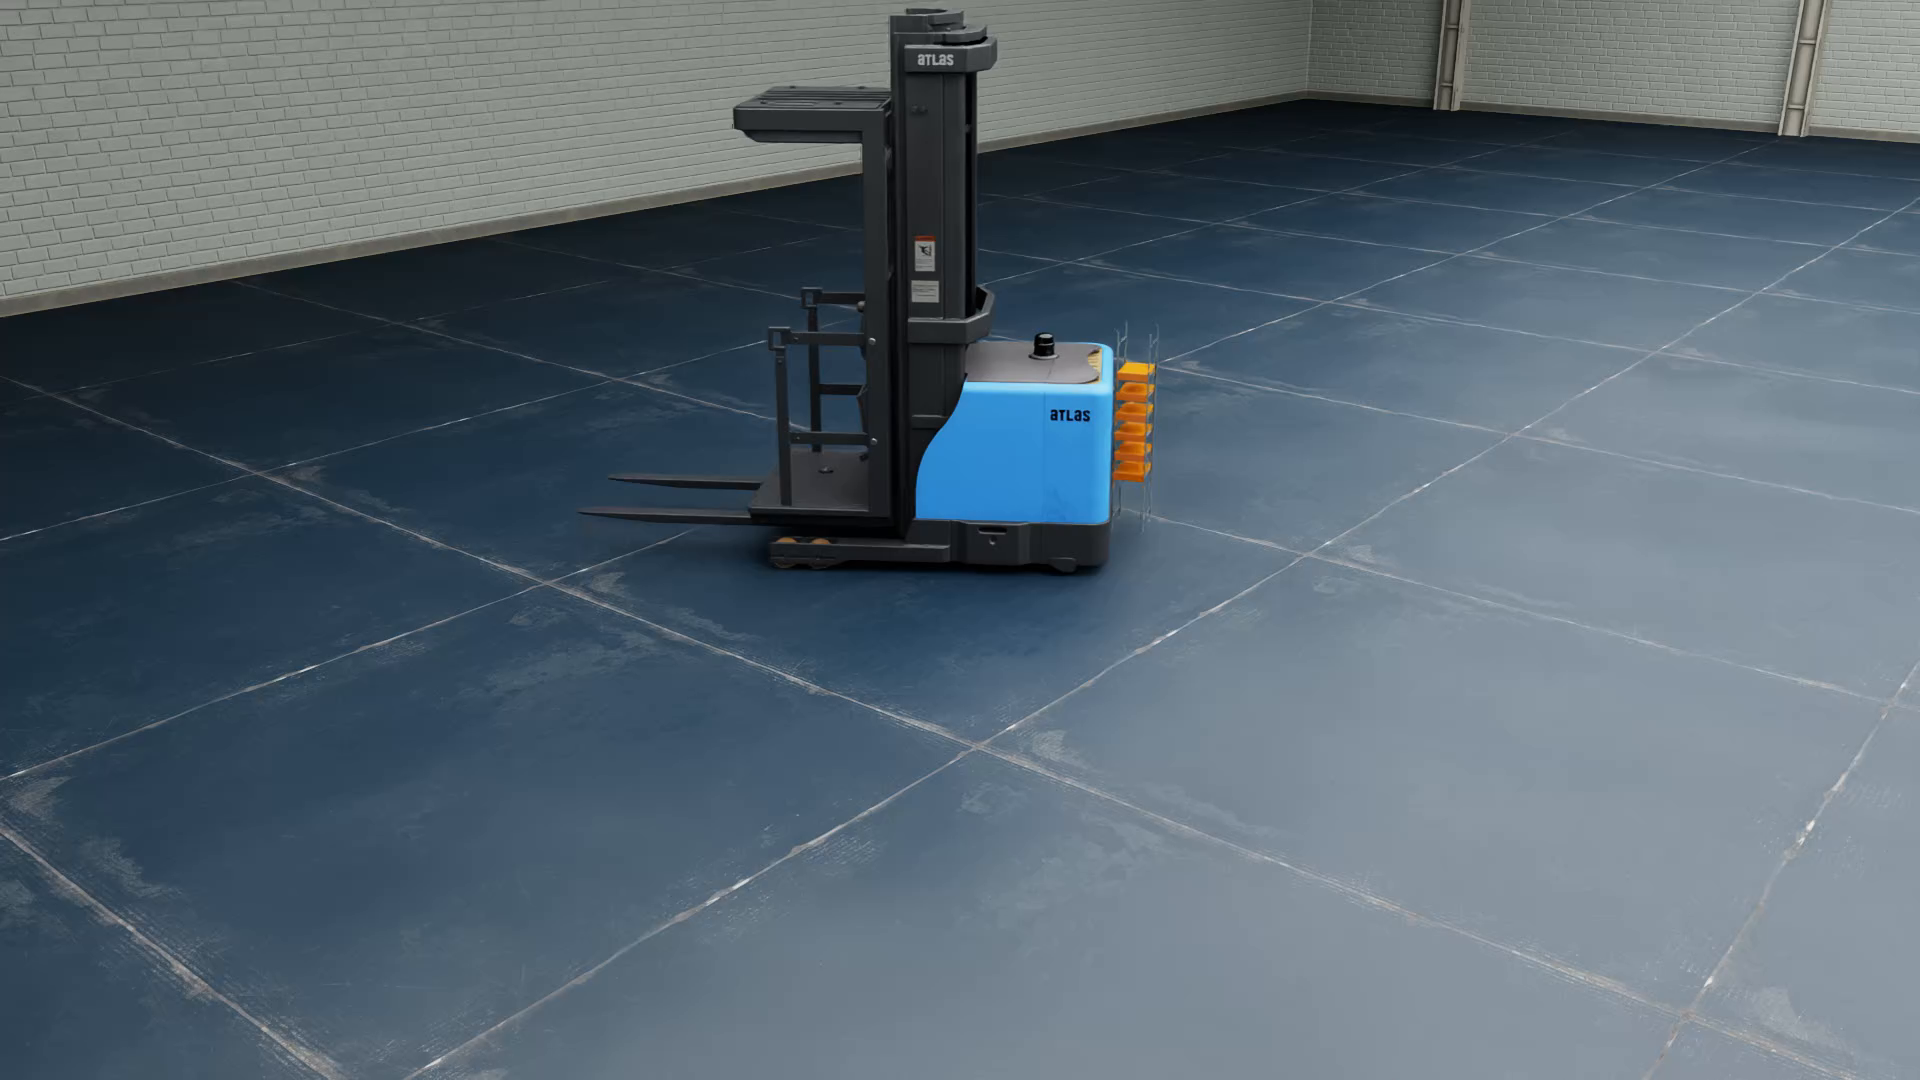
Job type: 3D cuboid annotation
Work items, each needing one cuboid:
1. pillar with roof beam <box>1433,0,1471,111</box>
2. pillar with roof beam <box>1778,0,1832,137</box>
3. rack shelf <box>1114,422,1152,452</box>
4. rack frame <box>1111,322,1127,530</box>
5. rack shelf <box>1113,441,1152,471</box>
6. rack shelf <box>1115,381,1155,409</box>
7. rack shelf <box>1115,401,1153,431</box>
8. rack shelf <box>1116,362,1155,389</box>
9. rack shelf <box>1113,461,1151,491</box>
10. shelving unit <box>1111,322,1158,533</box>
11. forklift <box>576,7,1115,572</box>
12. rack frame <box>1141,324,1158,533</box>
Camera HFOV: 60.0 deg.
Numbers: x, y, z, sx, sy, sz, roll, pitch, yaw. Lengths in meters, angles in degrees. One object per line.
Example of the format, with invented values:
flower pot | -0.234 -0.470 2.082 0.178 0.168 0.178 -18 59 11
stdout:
pillar with roof beam | 6.302 -11.020 26.137 0.400 9.000 9.100 16 26 36
pillar with roof beam | 10.950 -9.681 22.588 0.400 9.000 9.100 16 26 36
rack shelf | 1.016 -0.609 9.708 0.180 0.103 0.258 6 22 16
rack frame | 0.928 -0.660 9.718 0.006 1.200 0.240 6 22 16
rack shelf | 1.016 -0.497 9.750 0.180 0.103 0.258 6 22 16
rack shelf | 1.016 -0.833 9.623 0.180 0.103 0.258 6 22 16
rack shelf | 1.016 -0.721 9.666 0.180 0.103 0.258 6 22 16
rack shelf | 1.016 -0.946 9.581 0.180 0.103 0.258 6 22 16
rack shelf | 1.016 -0.384 9.792 0.180 0.103 0.258 6 22 16
shelving unit | 1.016 -0.650 9.692 0.189 1.200 0.258 6 22 16
forklift | -0.647 -1.392 9.206 3.031 2.935 1.130 2 21 5
rack frame | 1.103 -0.641 9.667 0.006 1.200 0.240 6 22 16
